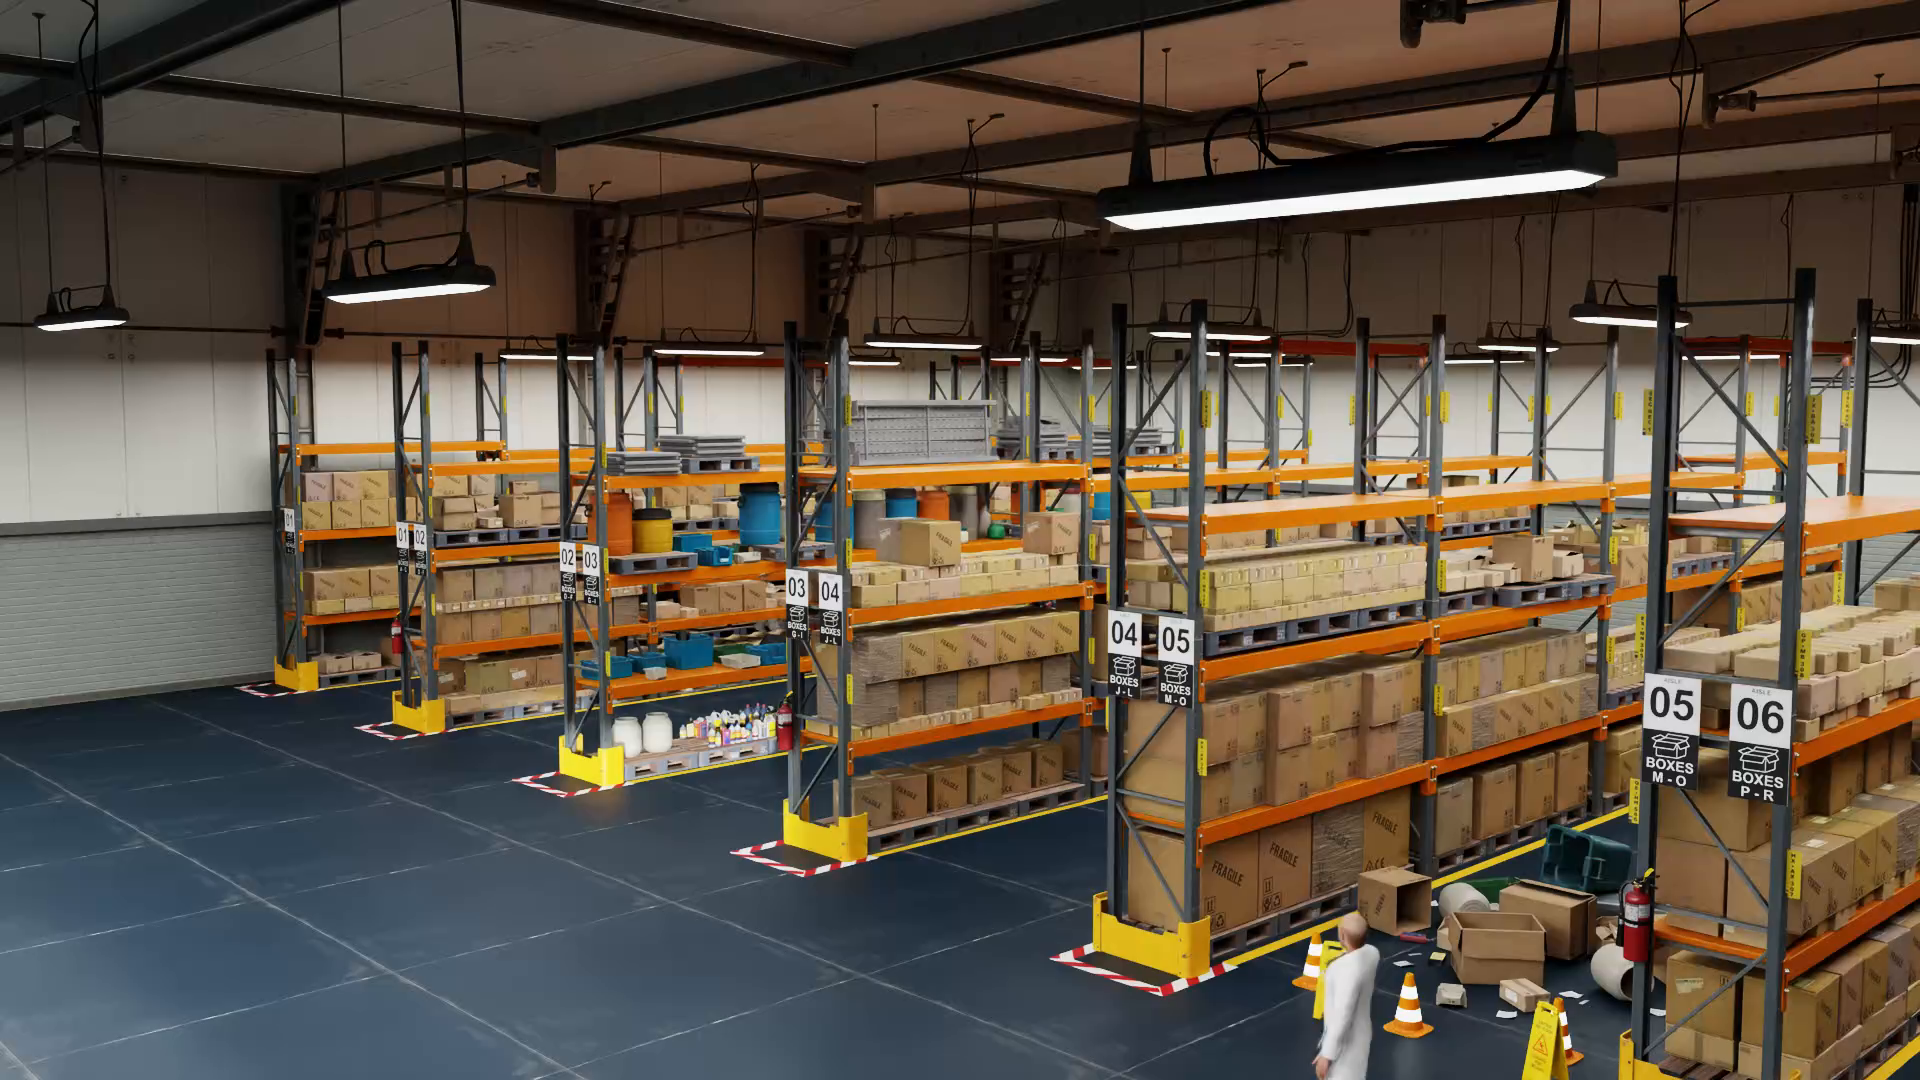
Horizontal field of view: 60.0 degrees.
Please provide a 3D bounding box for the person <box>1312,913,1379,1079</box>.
[{"bbox_3d":[2.563,3.318,10.990,0.552,1.778,0.662,2,5,21],"label":"person"}]

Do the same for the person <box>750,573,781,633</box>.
[{"bbox_3d":[-3.804,1.474,32.556,0.617,1.821,0.441,0,5,1],"label":"person"}]
